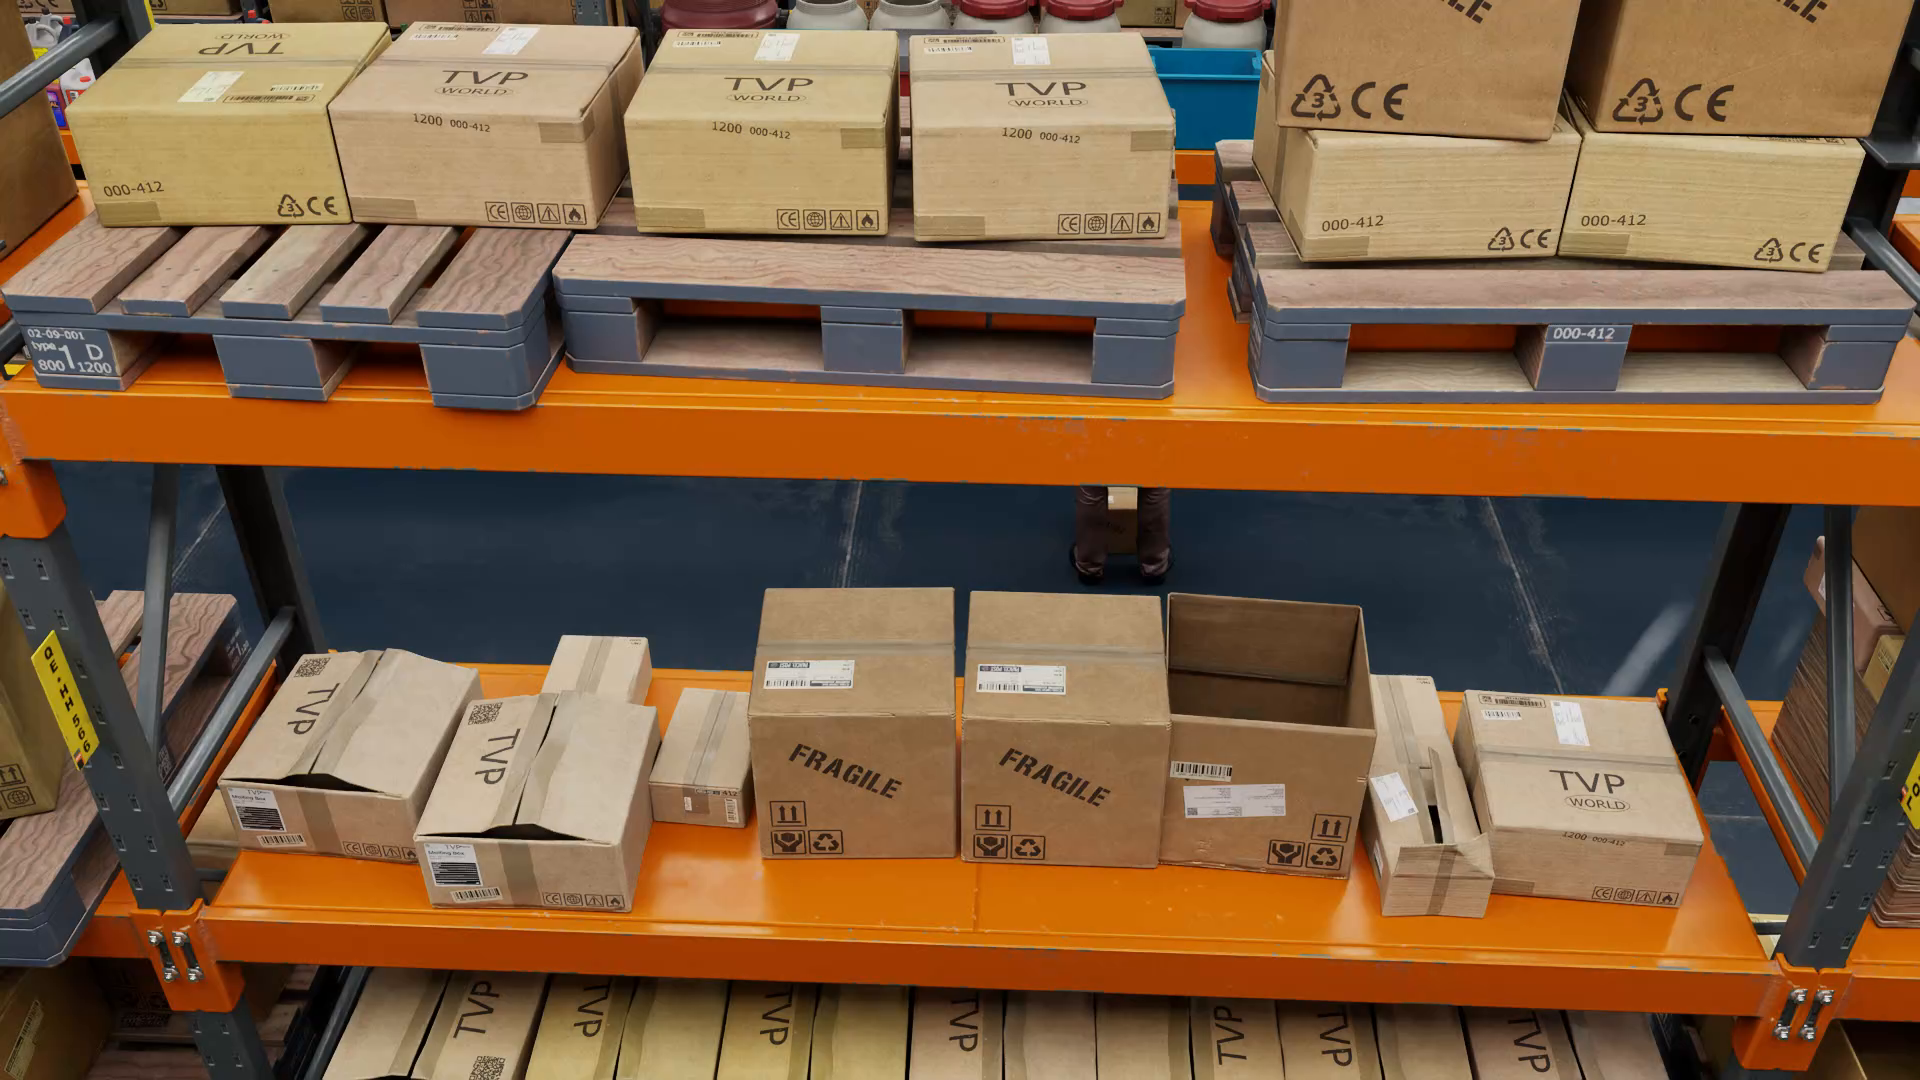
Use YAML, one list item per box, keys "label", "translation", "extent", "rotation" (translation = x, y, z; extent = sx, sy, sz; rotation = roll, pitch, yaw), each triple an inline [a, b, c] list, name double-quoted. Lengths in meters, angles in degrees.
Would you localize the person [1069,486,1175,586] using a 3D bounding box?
- label: "person"
  translation: [0.688, -0.548, 6.937]
  extent: [0.581, 1.721, 0.413]
  rotation: [1, 35, 2]
